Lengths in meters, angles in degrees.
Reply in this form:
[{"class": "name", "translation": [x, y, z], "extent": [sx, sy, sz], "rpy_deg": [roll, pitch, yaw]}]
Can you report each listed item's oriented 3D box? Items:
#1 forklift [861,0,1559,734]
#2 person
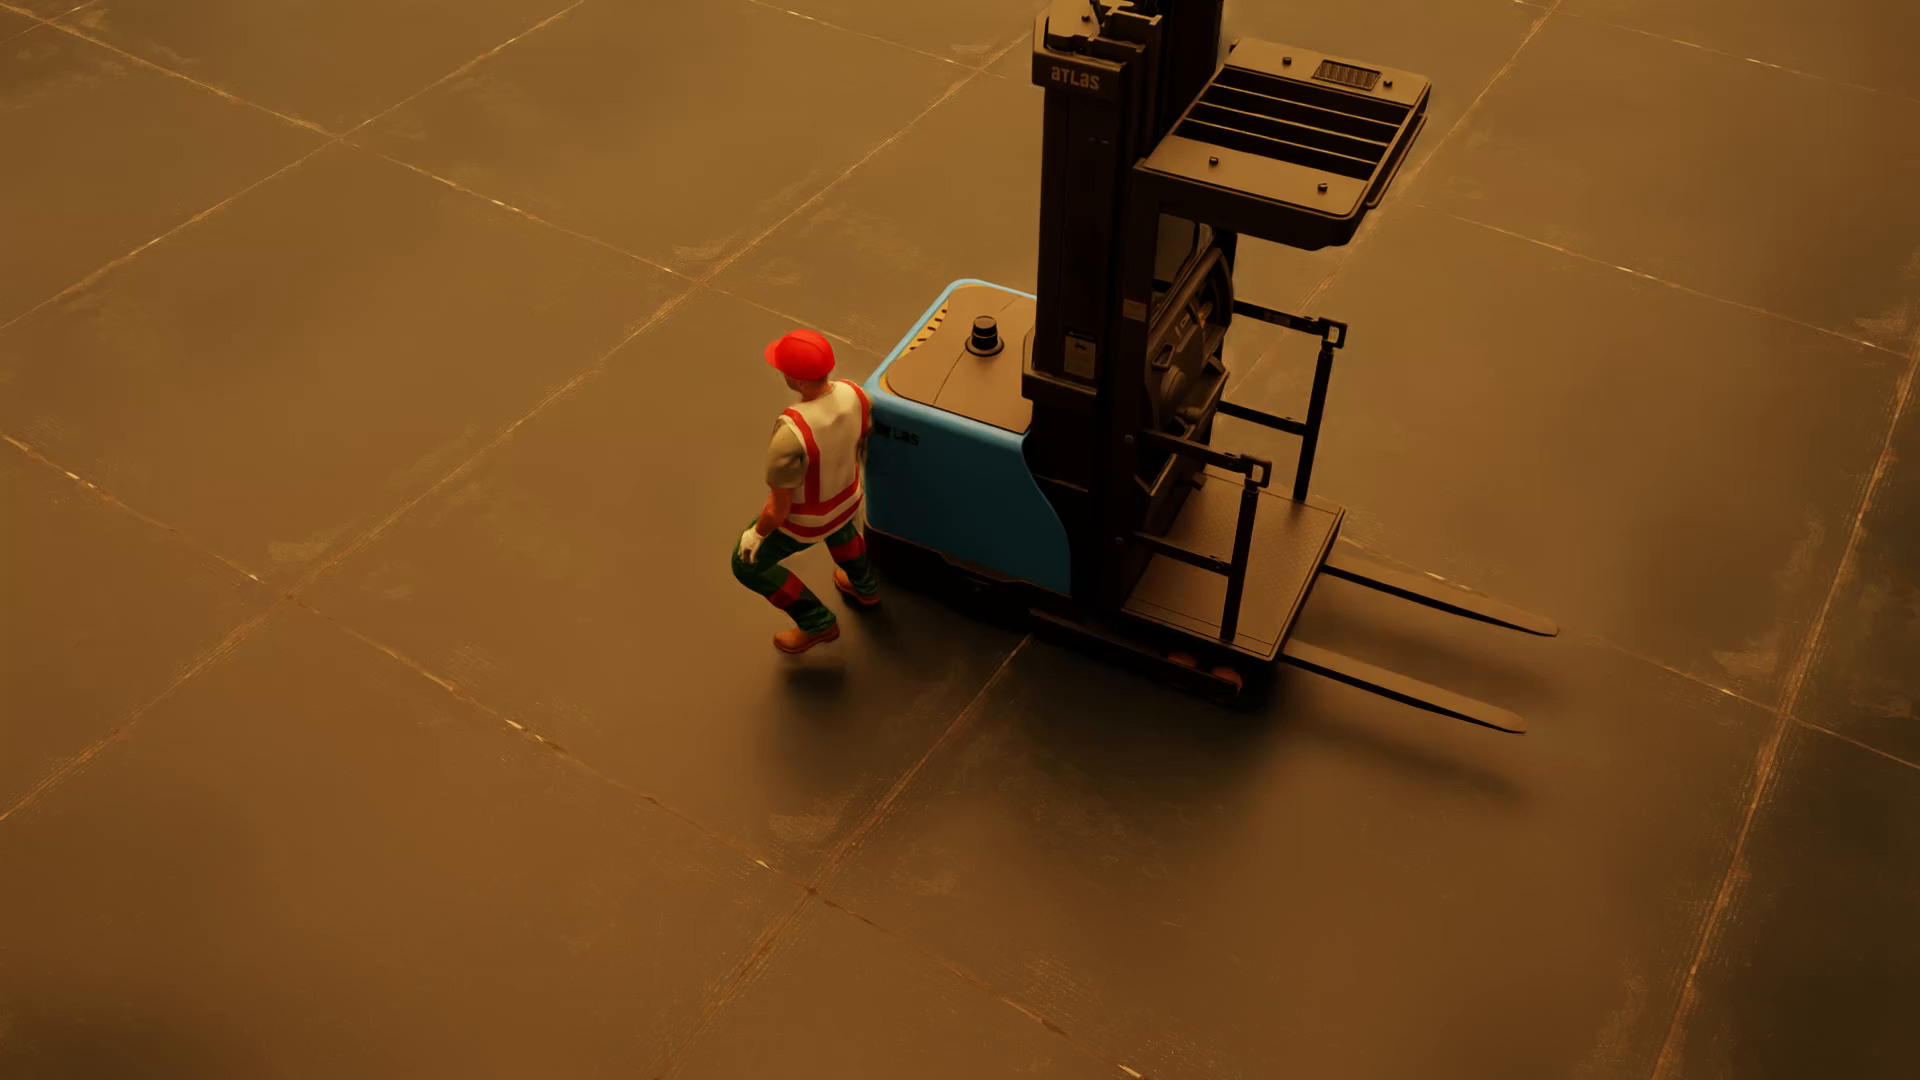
[{"class": "forklift", "translation": [1.108, -0.775, 6.666], "extent": [3.031, 2.935, 1.130], "rpy_deg": [19, 47, 19]}, {"class": "person", "translation": [-0.611, -0.224, 6.971], "extent": [0.467, 1.665, 0.855], "rpy_deg": [31, 52, 29]}]
